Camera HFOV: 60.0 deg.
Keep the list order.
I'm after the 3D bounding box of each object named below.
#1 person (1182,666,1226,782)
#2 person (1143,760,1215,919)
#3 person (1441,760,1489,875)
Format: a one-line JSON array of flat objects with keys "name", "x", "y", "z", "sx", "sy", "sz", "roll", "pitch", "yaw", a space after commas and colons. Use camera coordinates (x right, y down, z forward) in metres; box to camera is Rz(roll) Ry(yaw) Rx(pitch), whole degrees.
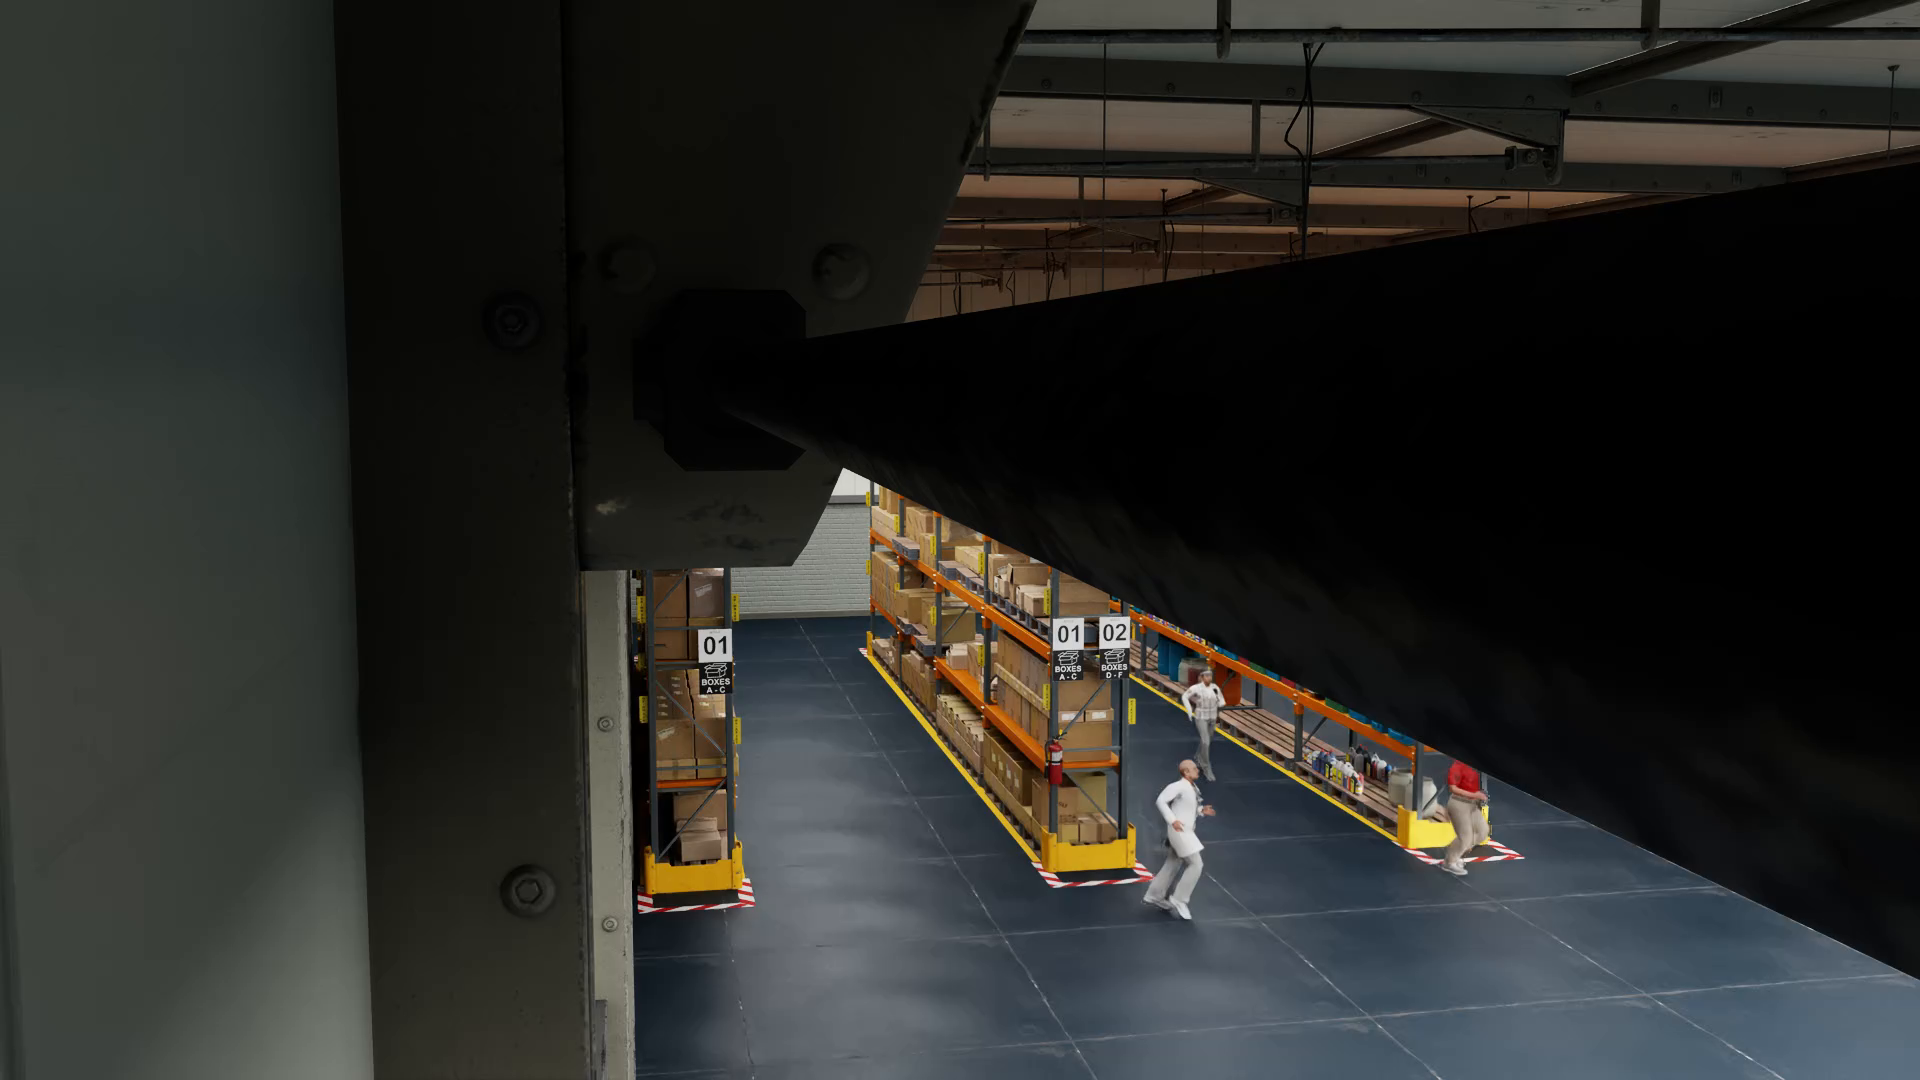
[{"name": "person", "x": 3.794, "y": 2.794, "z": 25.701, "sx": 0.593, "sy": 1.727, "sz": 0.854, "roll": -2, "pitch": 6, "yaw": -21}, {"name": "person", "x": 2.571, "y": 3.453, "z": 19.378, "sx": 0.799, "sy": 1.826, "sz": 0.687, "roll": 2, "pitch": 6, "yaw": 17}, {"name": "person", "x": 6.323, "y": 3.332, "z": 20.678, "sx": 0.578, "sy": 1.691, "sz": 0.662, "roll": 4, "pitch": 7, "yaw": 35}]
